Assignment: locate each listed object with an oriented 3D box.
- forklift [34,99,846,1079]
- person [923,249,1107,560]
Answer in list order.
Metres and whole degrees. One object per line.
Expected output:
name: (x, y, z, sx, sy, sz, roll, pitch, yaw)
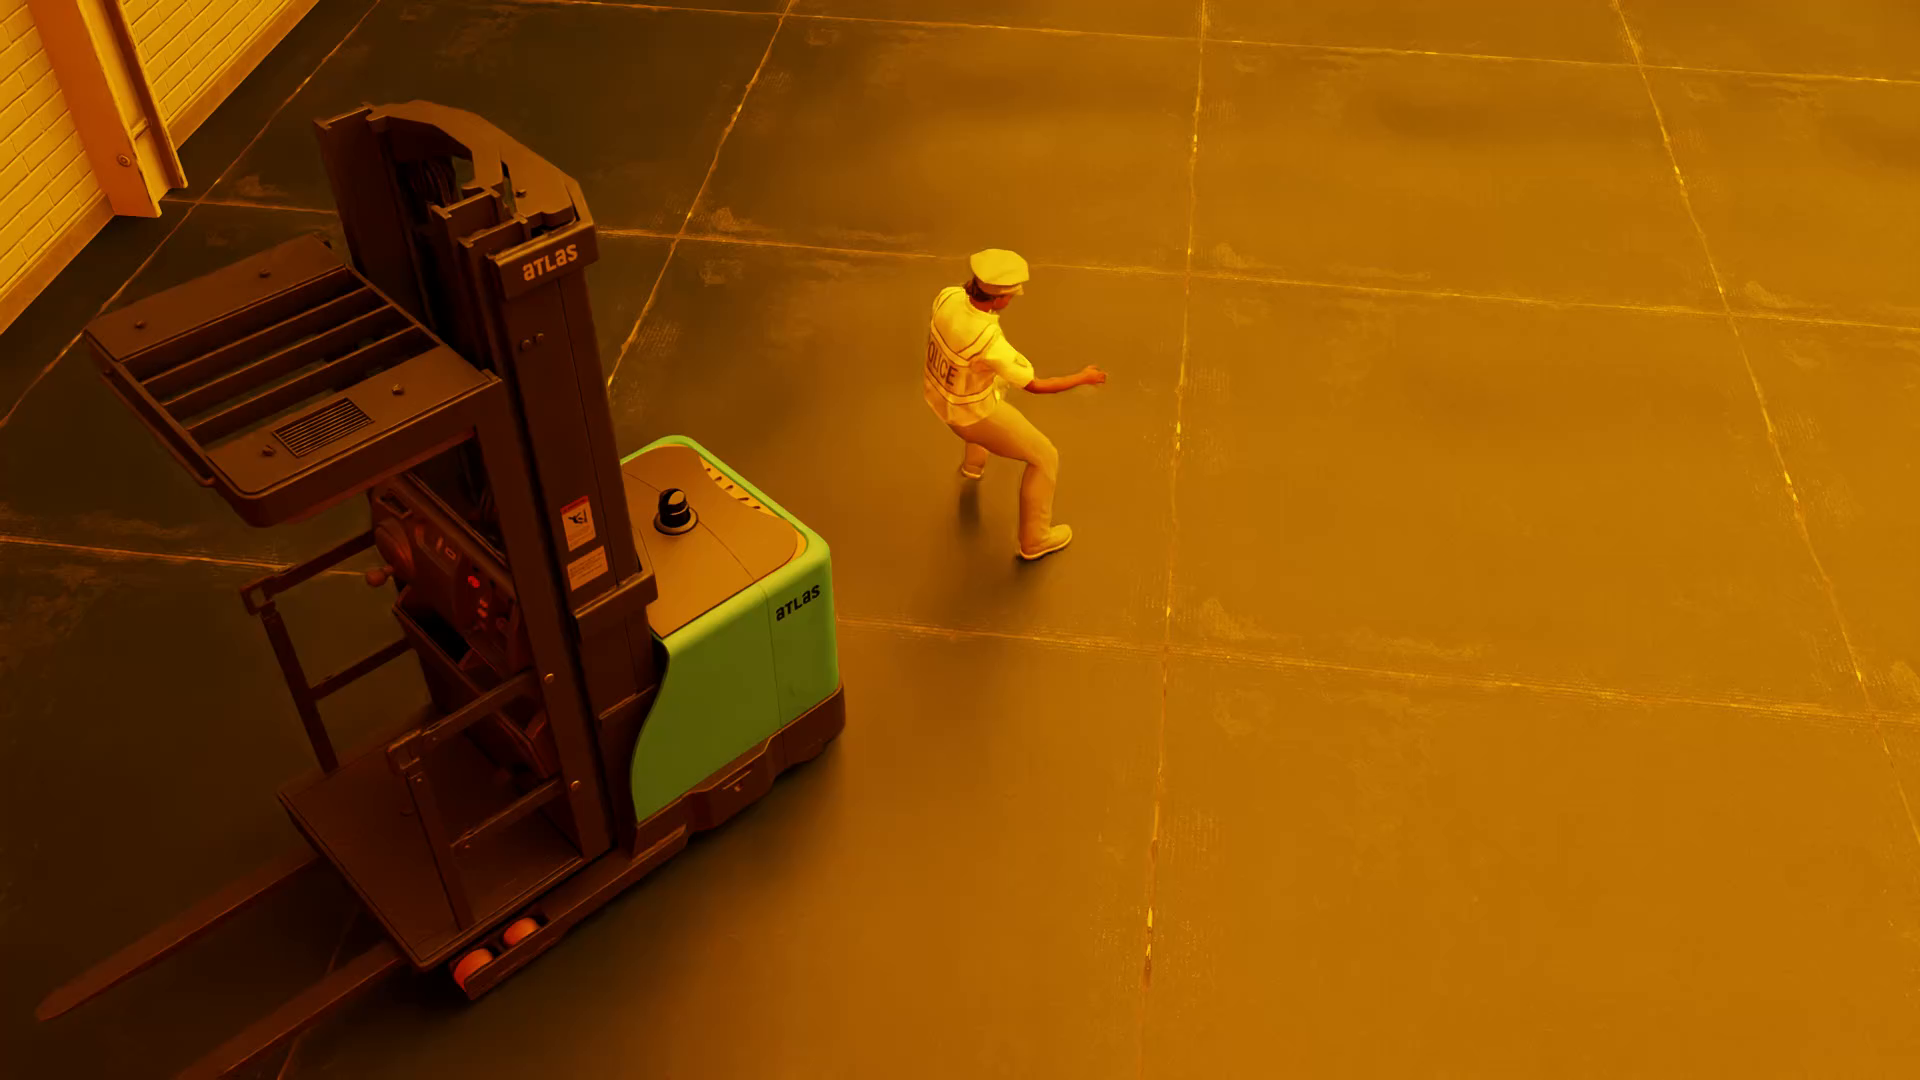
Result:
forklift: (-1.894, 0.180, 5.529, 3.031, 2.935, 1.130, -33, 52, -30)
person: (0.216, -0.714, 7.577, 0.726, 1.472, 0.828, -21, 47, -21)
